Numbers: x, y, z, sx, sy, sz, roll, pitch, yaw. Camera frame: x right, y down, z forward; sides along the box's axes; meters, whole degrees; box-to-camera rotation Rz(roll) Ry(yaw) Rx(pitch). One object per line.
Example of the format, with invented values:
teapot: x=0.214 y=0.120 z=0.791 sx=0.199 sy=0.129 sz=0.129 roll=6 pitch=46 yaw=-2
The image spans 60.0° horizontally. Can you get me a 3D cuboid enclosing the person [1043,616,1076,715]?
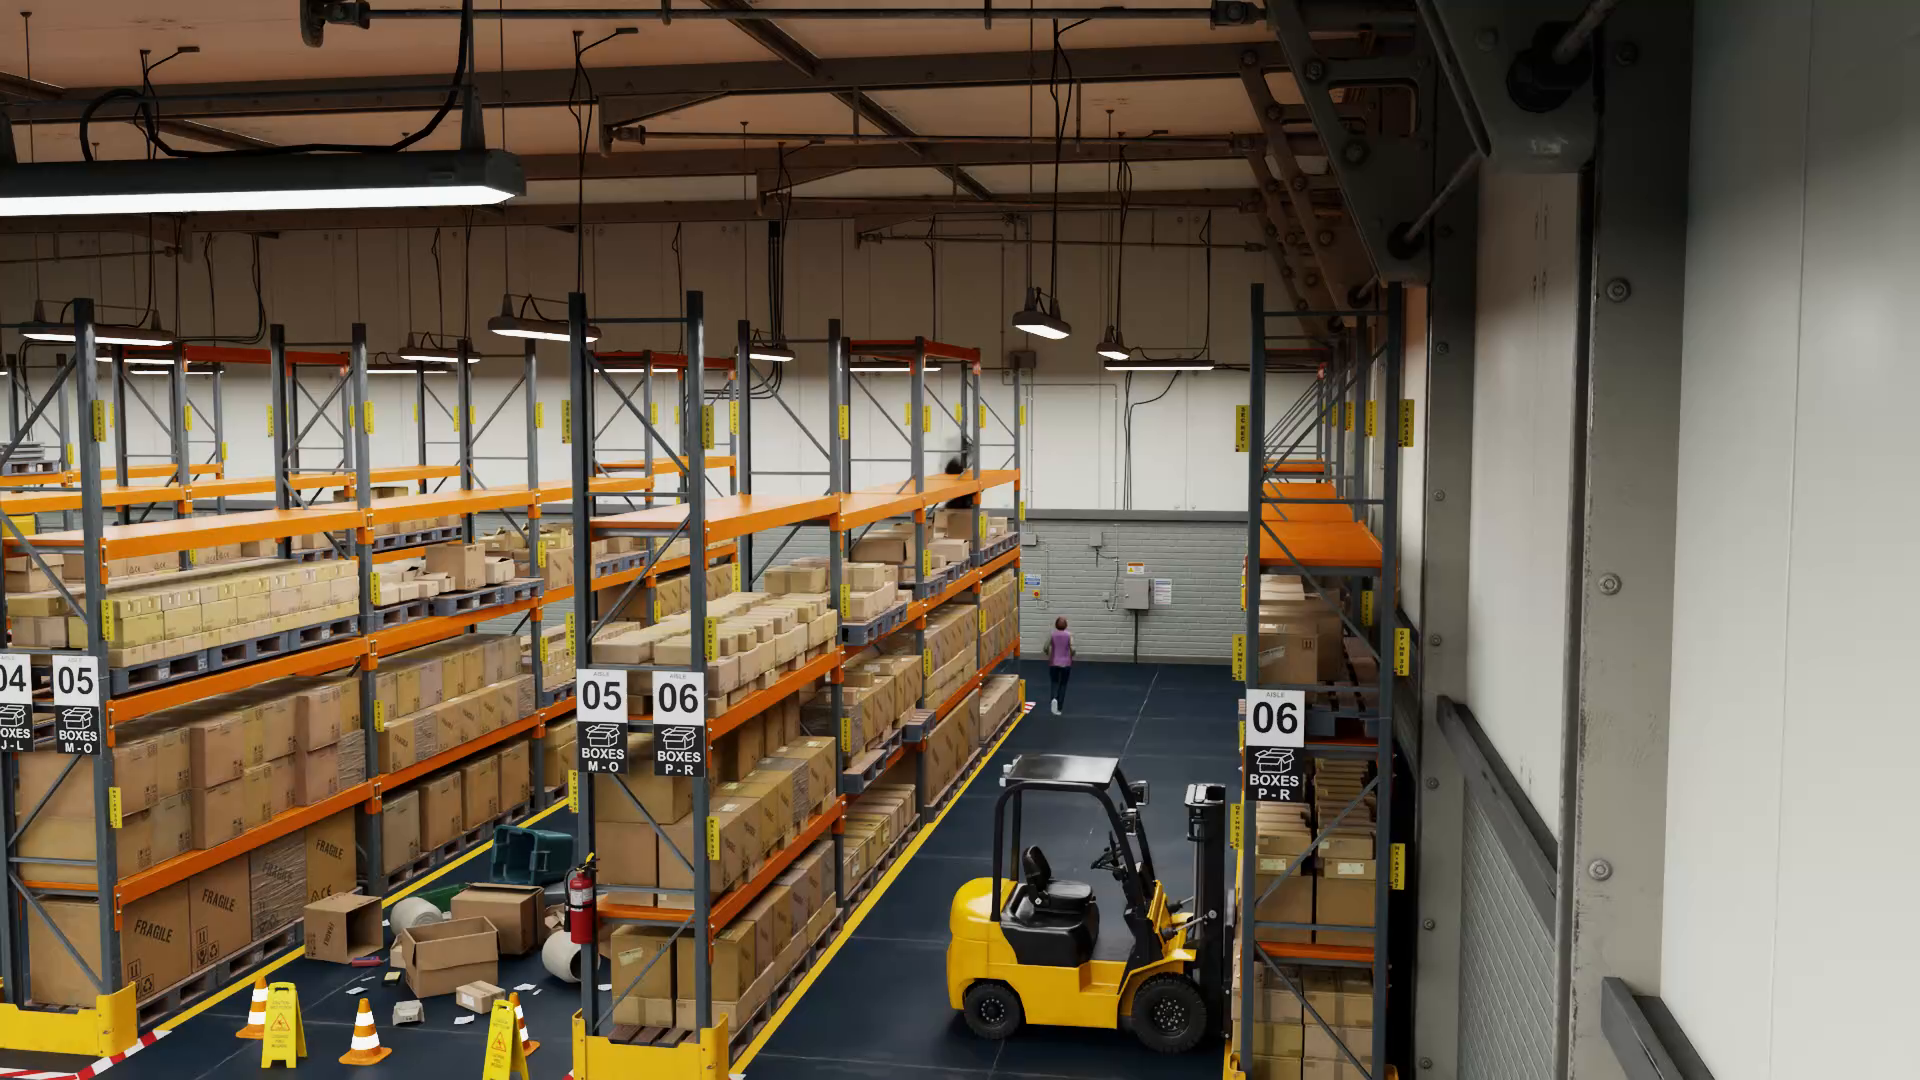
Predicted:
person: x=1.584 y=1.980 z=26.289 sx=0.512 sy=1.567 sz=0.491 roll=1 pitch=5 yaw=9
